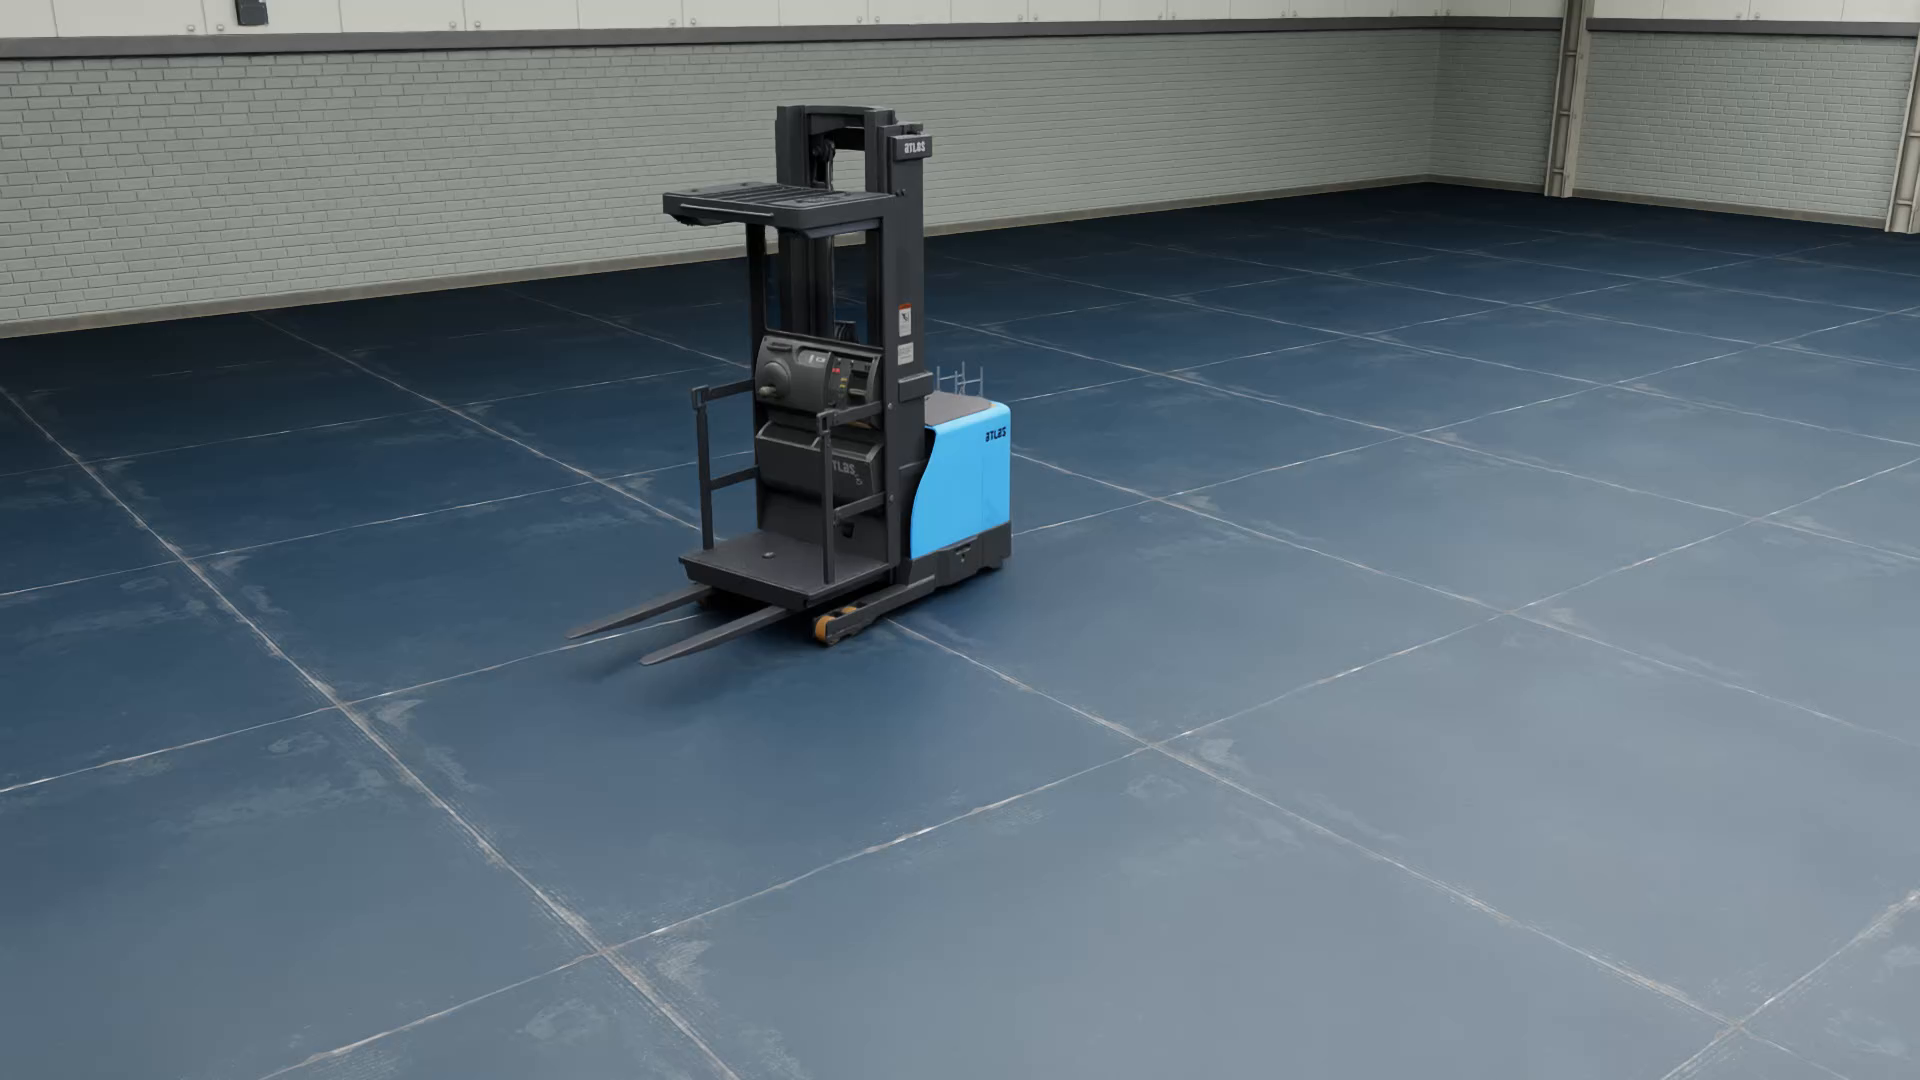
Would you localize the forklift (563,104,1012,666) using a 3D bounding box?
[{"bbox_3d":[-0.970,-0.966,9.618,1.130,2.935,3.031,14,23,36],"label":"forklift"}]

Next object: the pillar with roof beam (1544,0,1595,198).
[{"bbox_3d":[7.517,-9.693,26.320,9.100,9.000,0.400,-14,23,-36],"label":"pillar with roof beam"}]

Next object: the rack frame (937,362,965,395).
[{"bbox_3d":[-0.062,-0.598,11.259,0.240,1.200,0.006,-15,24,-38],"label":"rack frame"}]

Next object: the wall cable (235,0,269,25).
[{"bbox_3d":[-7.142,-8.833,18.312,2.305,6.003,0.169,-14,23,-36],"label":"wall cable"}]

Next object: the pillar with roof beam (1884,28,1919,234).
[{"bbox_3d":[11.242,-8.215,21.855,9.100,9.000,0.400,-14,23,-36],"label":"pillar with roof beam"}]

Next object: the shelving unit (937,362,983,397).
[{"bbox_3d":[-0.002,-0.577,11.193,0.258,1.200,0.189,-15,24,-38],"label":"shelving unit"}]

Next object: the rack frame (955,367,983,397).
[{"bbox_3d":[0.057,-0.555,11.128,0.240,1.200,0.006,-15,24,-38],"label":"rack frame"}]
